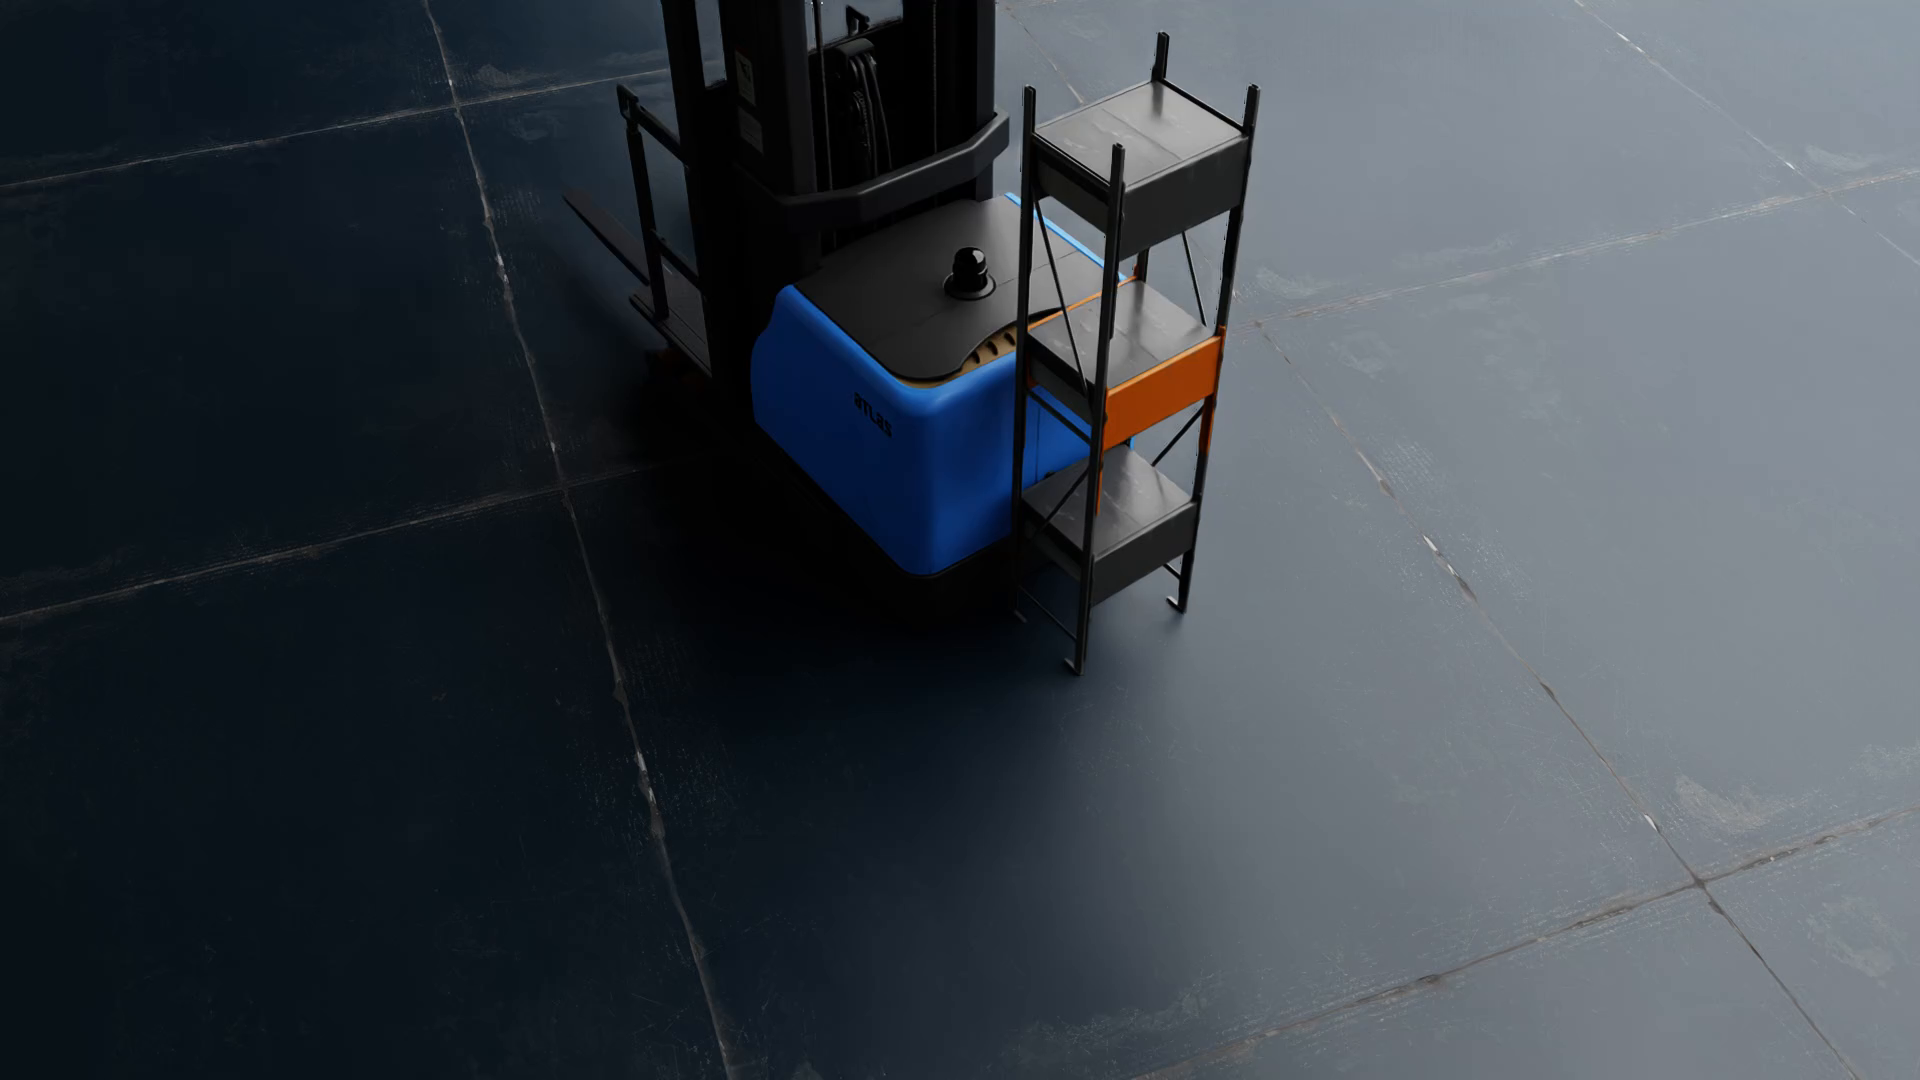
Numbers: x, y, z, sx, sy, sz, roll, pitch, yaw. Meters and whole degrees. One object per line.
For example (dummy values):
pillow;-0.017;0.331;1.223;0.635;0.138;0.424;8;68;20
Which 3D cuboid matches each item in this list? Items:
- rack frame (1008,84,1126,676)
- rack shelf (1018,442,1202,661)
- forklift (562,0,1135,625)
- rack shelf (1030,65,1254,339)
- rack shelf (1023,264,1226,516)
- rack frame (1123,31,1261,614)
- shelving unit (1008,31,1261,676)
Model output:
rack frame;0.301;-0.382;5.148;0.015;2.100;0.400;-28;52;-25
rack shelf;0.495;0.017;5.758;0.480;0.518;0.431;-28;52;-25
forklift;-0.631;-1.736;5.911;1.130;2.935;3.031;-28;51;-25
rack shelf;0.495;-0.971;4.767;0.480;0.518;0.431;-28;52;-25
rack shelf;0.495;-0.477;5.262;0.480;0.518;0.431;-28;52;-25
rack frame;0.689;-0.592;5.357;0.015;2.100;0.400;-28;52;-25
shelving unit;0.495;-0.487;5.253;0.503;2.100;0.431;-28;52;-25
